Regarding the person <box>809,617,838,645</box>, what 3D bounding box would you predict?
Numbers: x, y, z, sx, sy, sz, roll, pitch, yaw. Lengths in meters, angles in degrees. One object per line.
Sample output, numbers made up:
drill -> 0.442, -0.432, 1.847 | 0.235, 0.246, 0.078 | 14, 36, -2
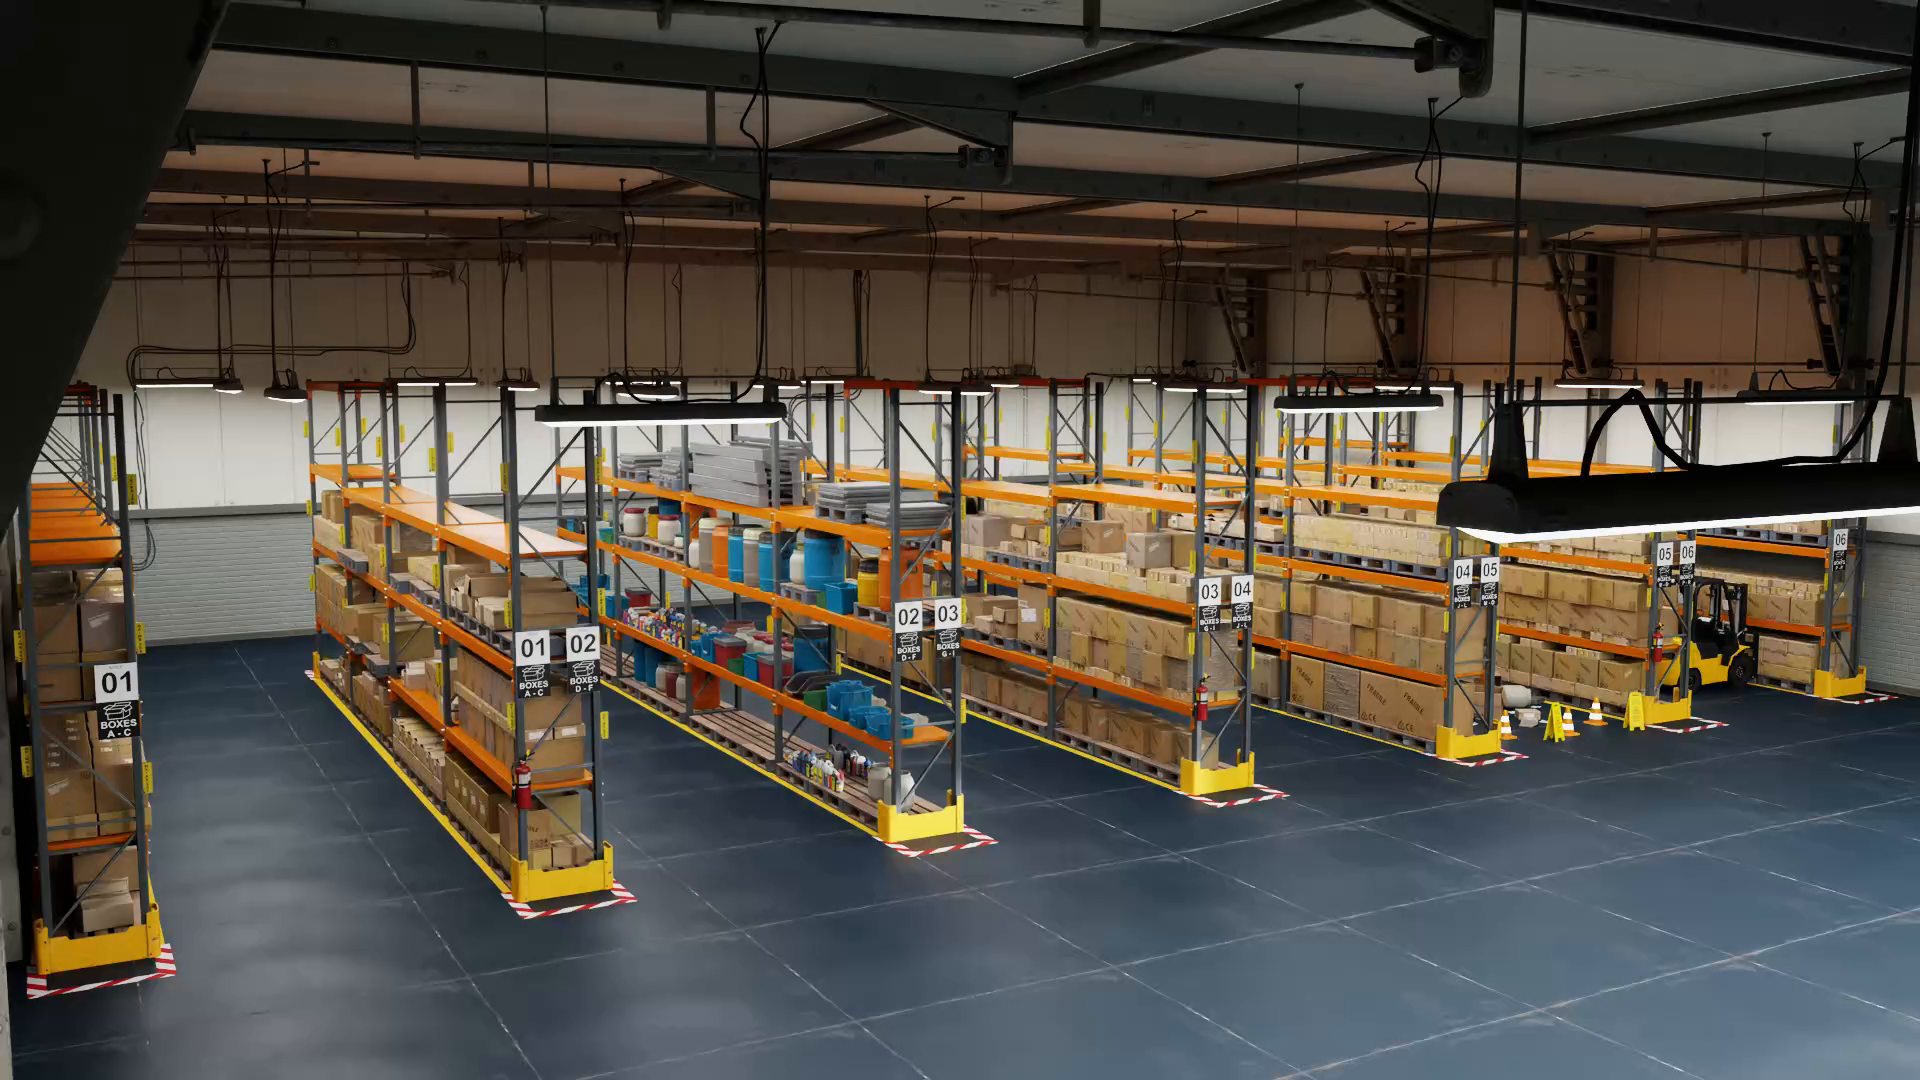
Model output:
person -> -2.714, 1.718, 32.950 | 0.686, 1.754, 0.843 | -4, 7, -34

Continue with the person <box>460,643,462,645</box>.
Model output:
person -> -9.629, 2.013, 32.770 | 0.640, 1.706, 0.934 | -4, 7, -34

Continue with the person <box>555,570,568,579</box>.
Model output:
person -> -9.322, 1.496, 37.967 | 0.883, 1.658, 0.598 | -2, 6, -19
